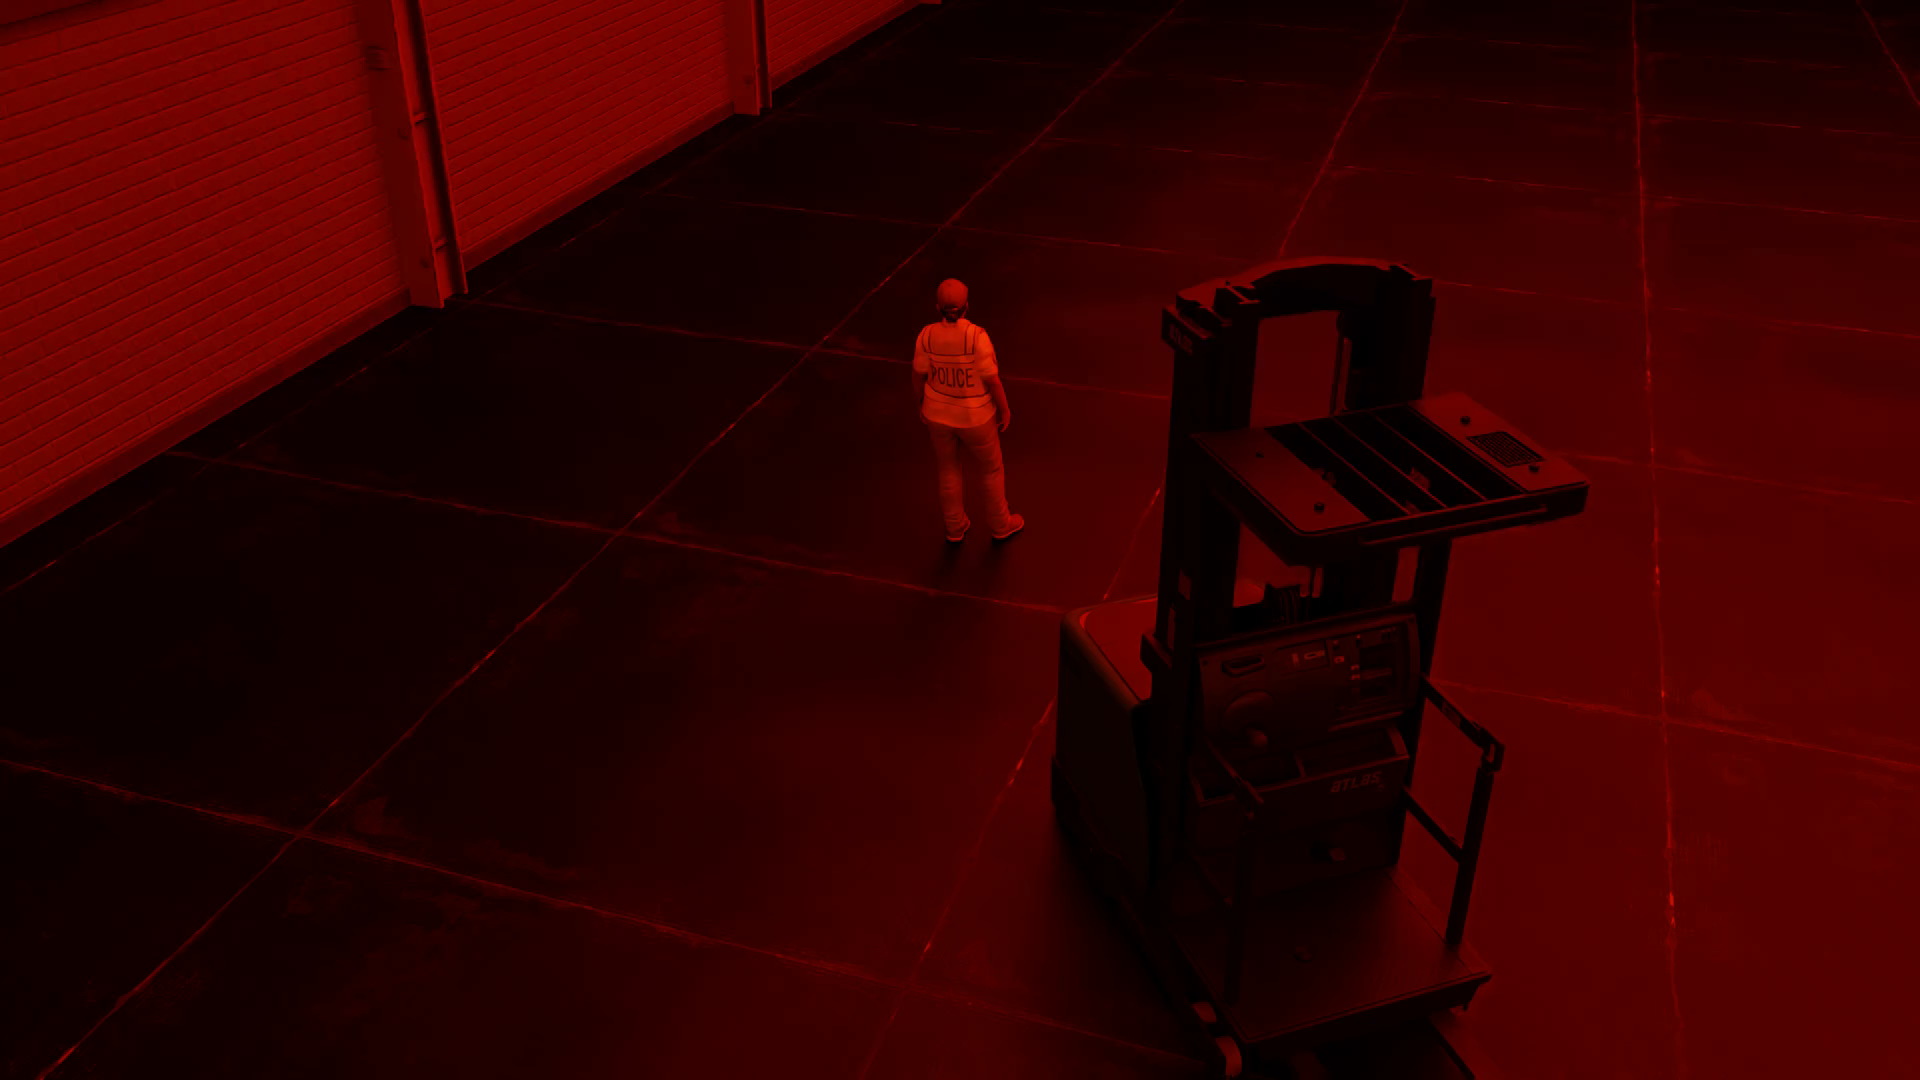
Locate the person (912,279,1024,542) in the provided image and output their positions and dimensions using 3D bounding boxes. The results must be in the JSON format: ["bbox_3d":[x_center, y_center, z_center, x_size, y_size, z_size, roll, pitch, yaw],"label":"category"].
[{"bbox_3d":[0.046,-0.763,9.736,0.598,1.670,0.529,10,31,16],"label":"person"}]

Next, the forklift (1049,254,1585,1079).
[{"bbox_3d":[1.391,0.569,6.138,1.130,2.935,3.031,-10,31,-17],"label":"forklift"}]
